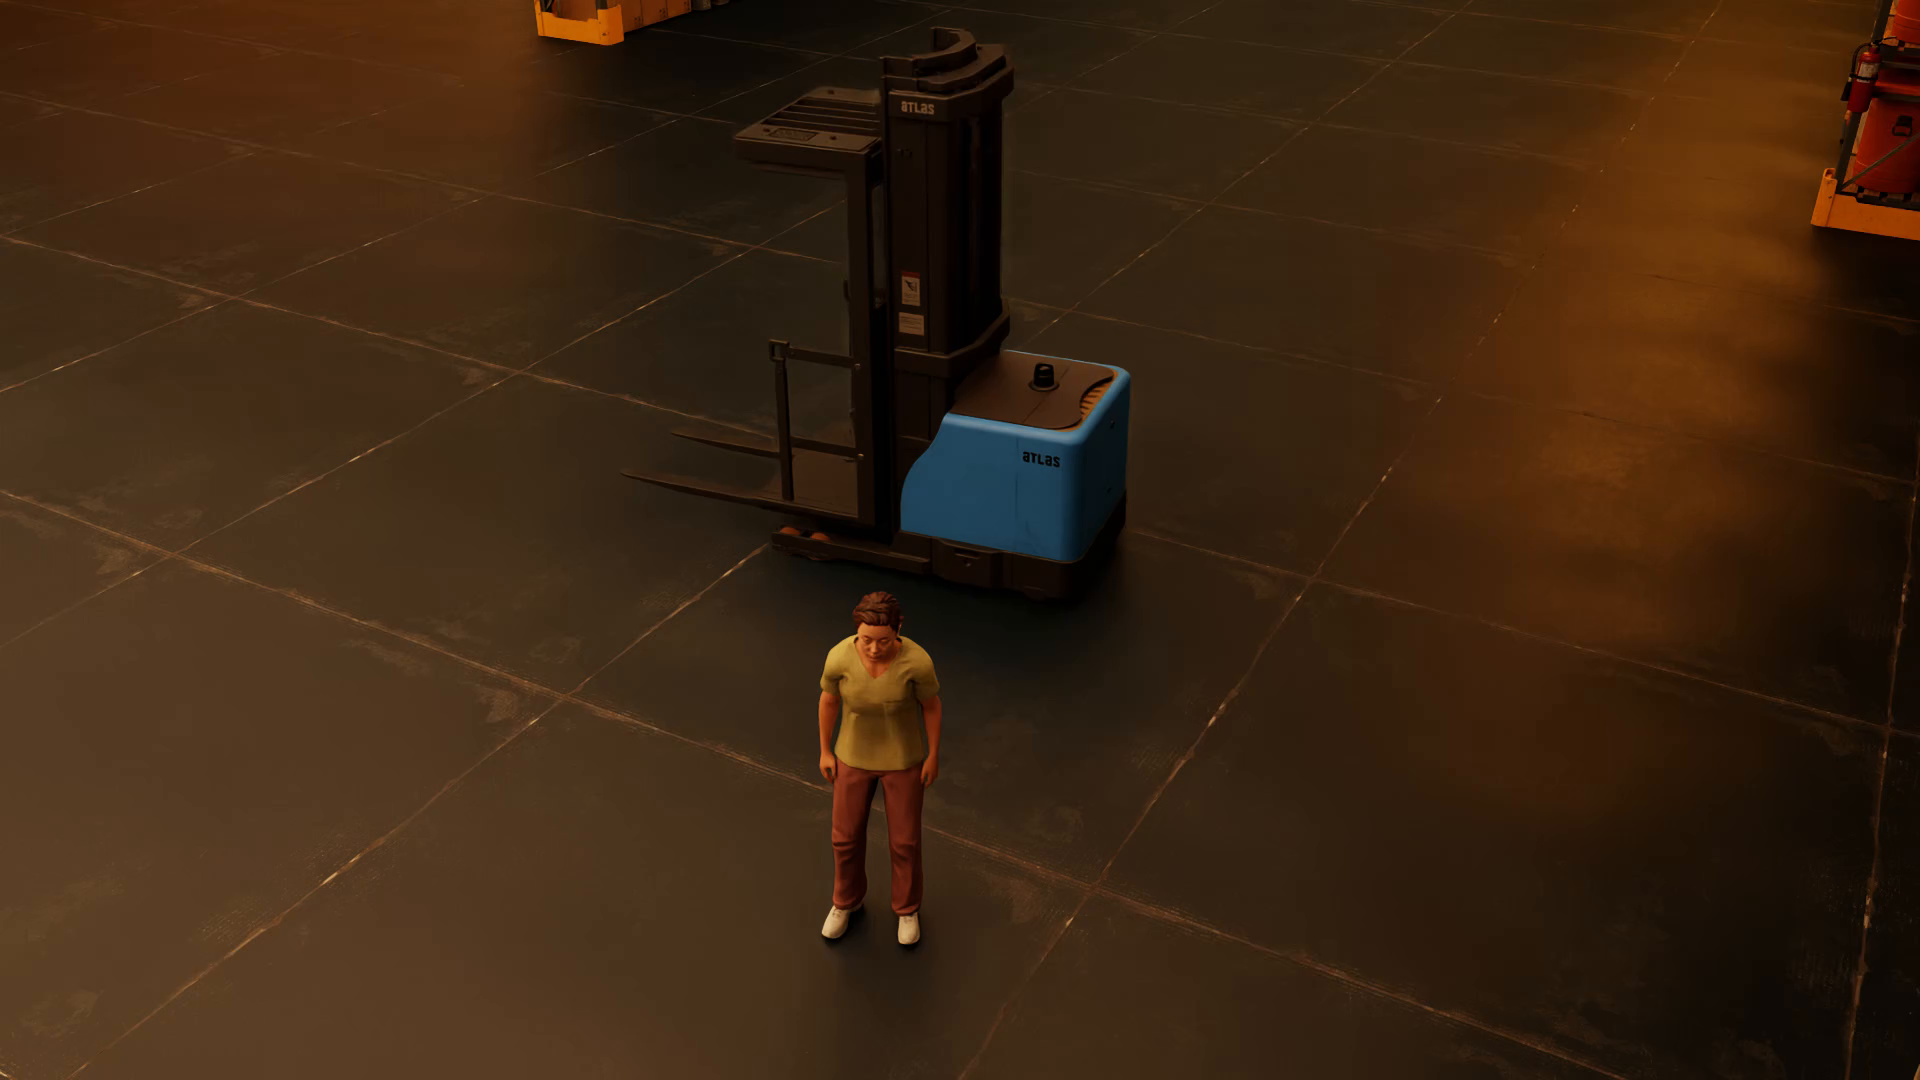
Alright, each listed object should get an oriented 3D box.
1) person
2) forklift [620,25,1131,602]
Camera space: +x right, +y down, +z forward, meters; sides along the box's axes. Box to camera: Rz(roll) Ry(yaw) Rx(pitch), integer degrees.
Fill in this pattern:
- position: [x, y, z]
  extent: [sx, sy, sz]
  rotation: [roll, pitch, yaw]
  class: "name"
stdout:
- position: [-0.328, 0.908, 6.759]
  extent: [0.498, 1.672, 0.363]
  rotation: [3, 30, 5]
  class: "person"
- position: [-0.575, -1.376, 9.454]
  extent: [3.031, 2.935, 1.130]
  rotation: [11, 32, 18]
  class: "forklift"
